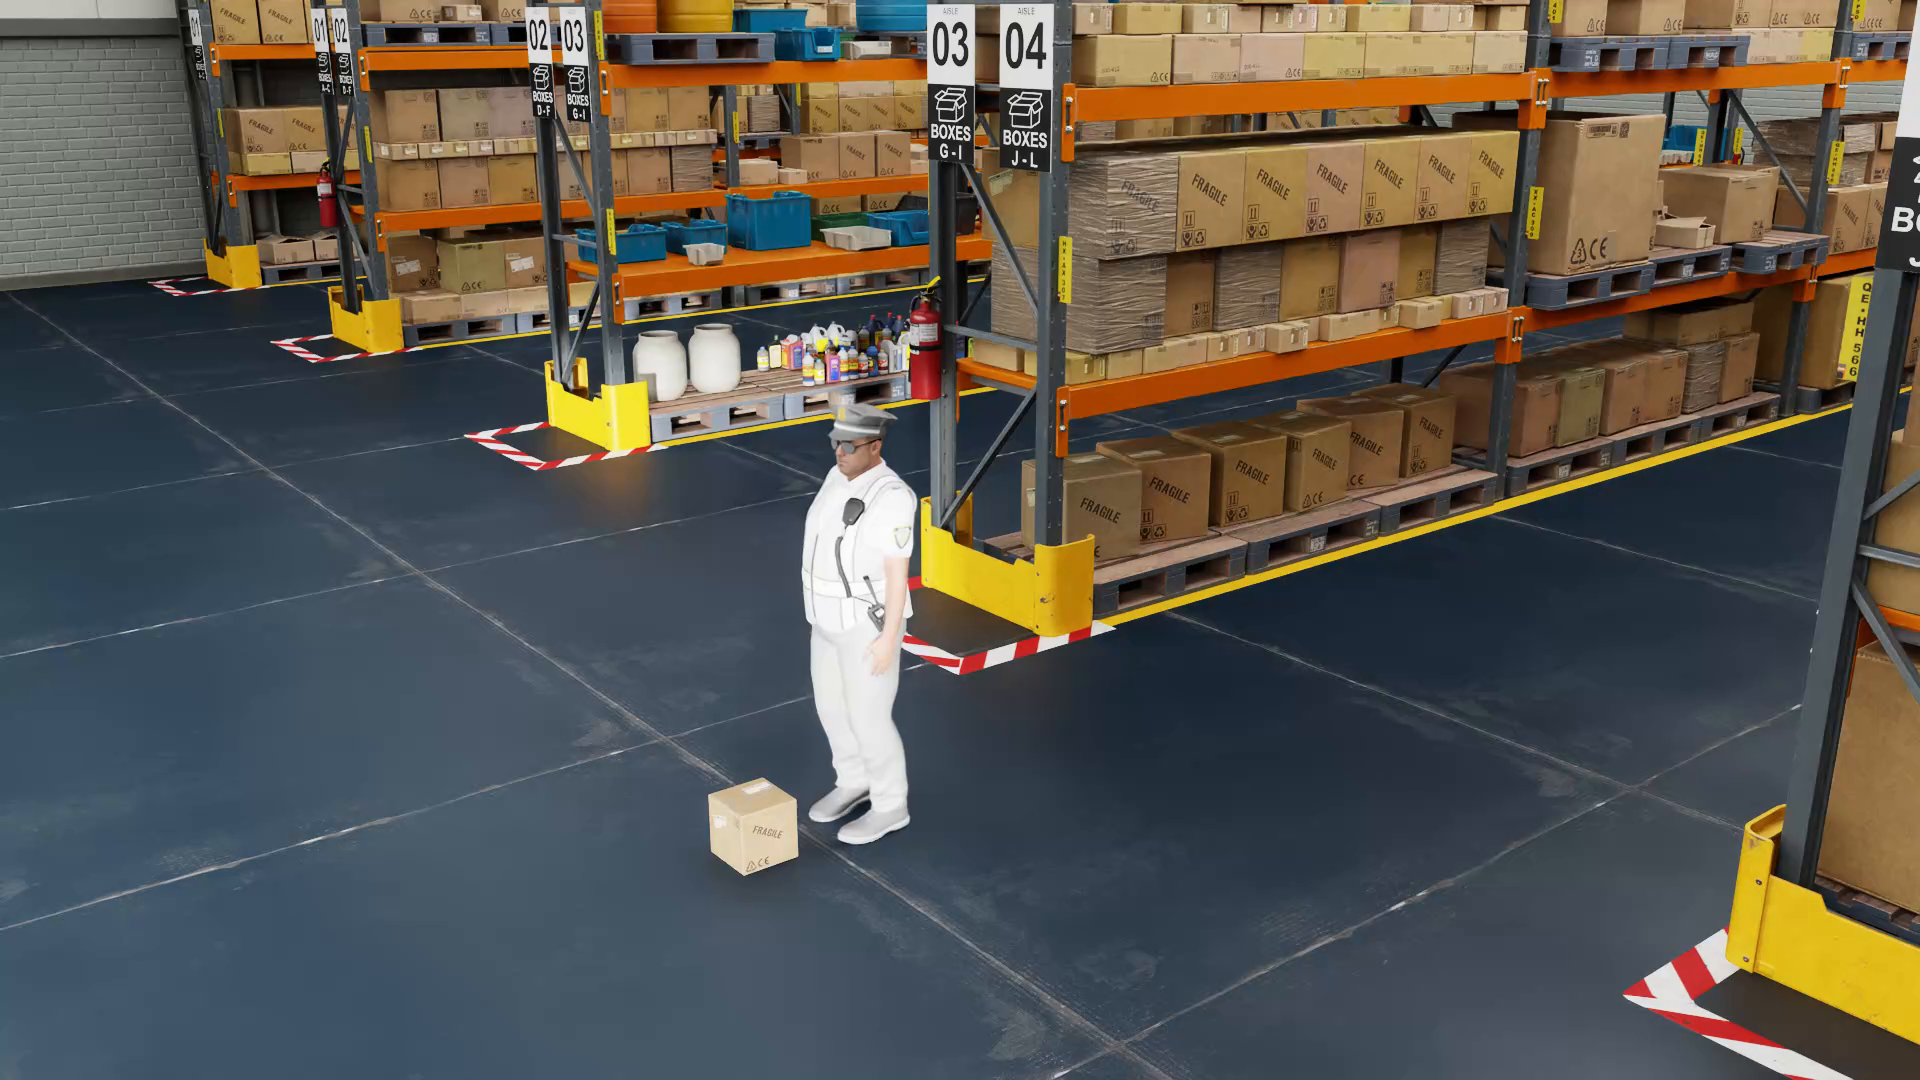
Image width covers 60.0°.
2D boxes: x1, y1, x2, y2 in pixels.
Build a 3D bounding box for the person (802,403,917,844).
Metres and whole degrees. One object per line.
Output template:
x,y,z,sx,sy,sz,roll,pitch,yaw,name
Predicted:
-0.404,0.320,6.542,0.393,1.767,0.527,-13,22,-35,person
